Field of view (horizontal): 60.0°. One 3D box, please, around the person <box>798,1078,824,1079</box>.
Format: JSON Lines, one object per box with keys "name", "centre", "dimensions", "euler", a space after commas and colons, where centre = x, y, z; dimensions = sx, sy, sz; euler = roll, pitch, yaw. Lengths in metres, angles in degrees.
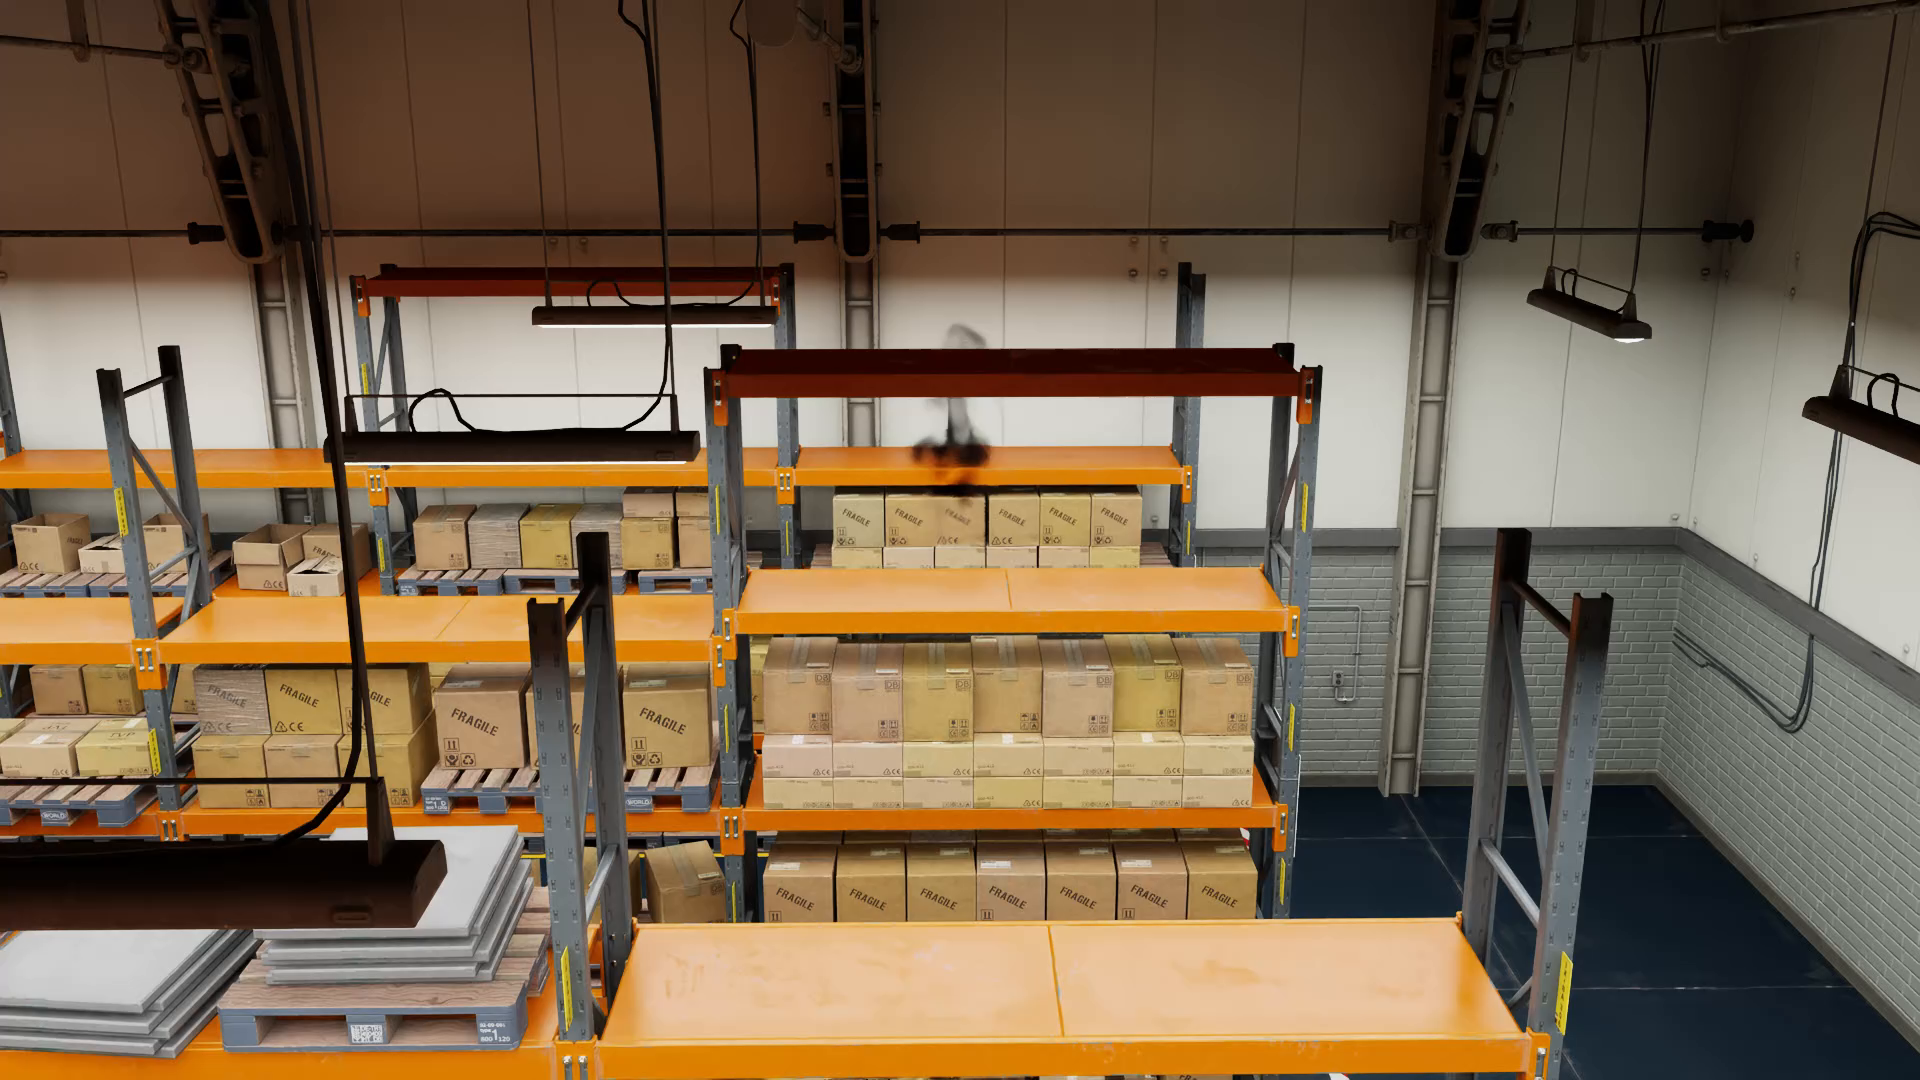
{"name": "person", "centre": [-0.975, 4.235, 10.840], "dimensions": [0.972, 1.732, 0.658], "euler": [-4, 17, -14]}
